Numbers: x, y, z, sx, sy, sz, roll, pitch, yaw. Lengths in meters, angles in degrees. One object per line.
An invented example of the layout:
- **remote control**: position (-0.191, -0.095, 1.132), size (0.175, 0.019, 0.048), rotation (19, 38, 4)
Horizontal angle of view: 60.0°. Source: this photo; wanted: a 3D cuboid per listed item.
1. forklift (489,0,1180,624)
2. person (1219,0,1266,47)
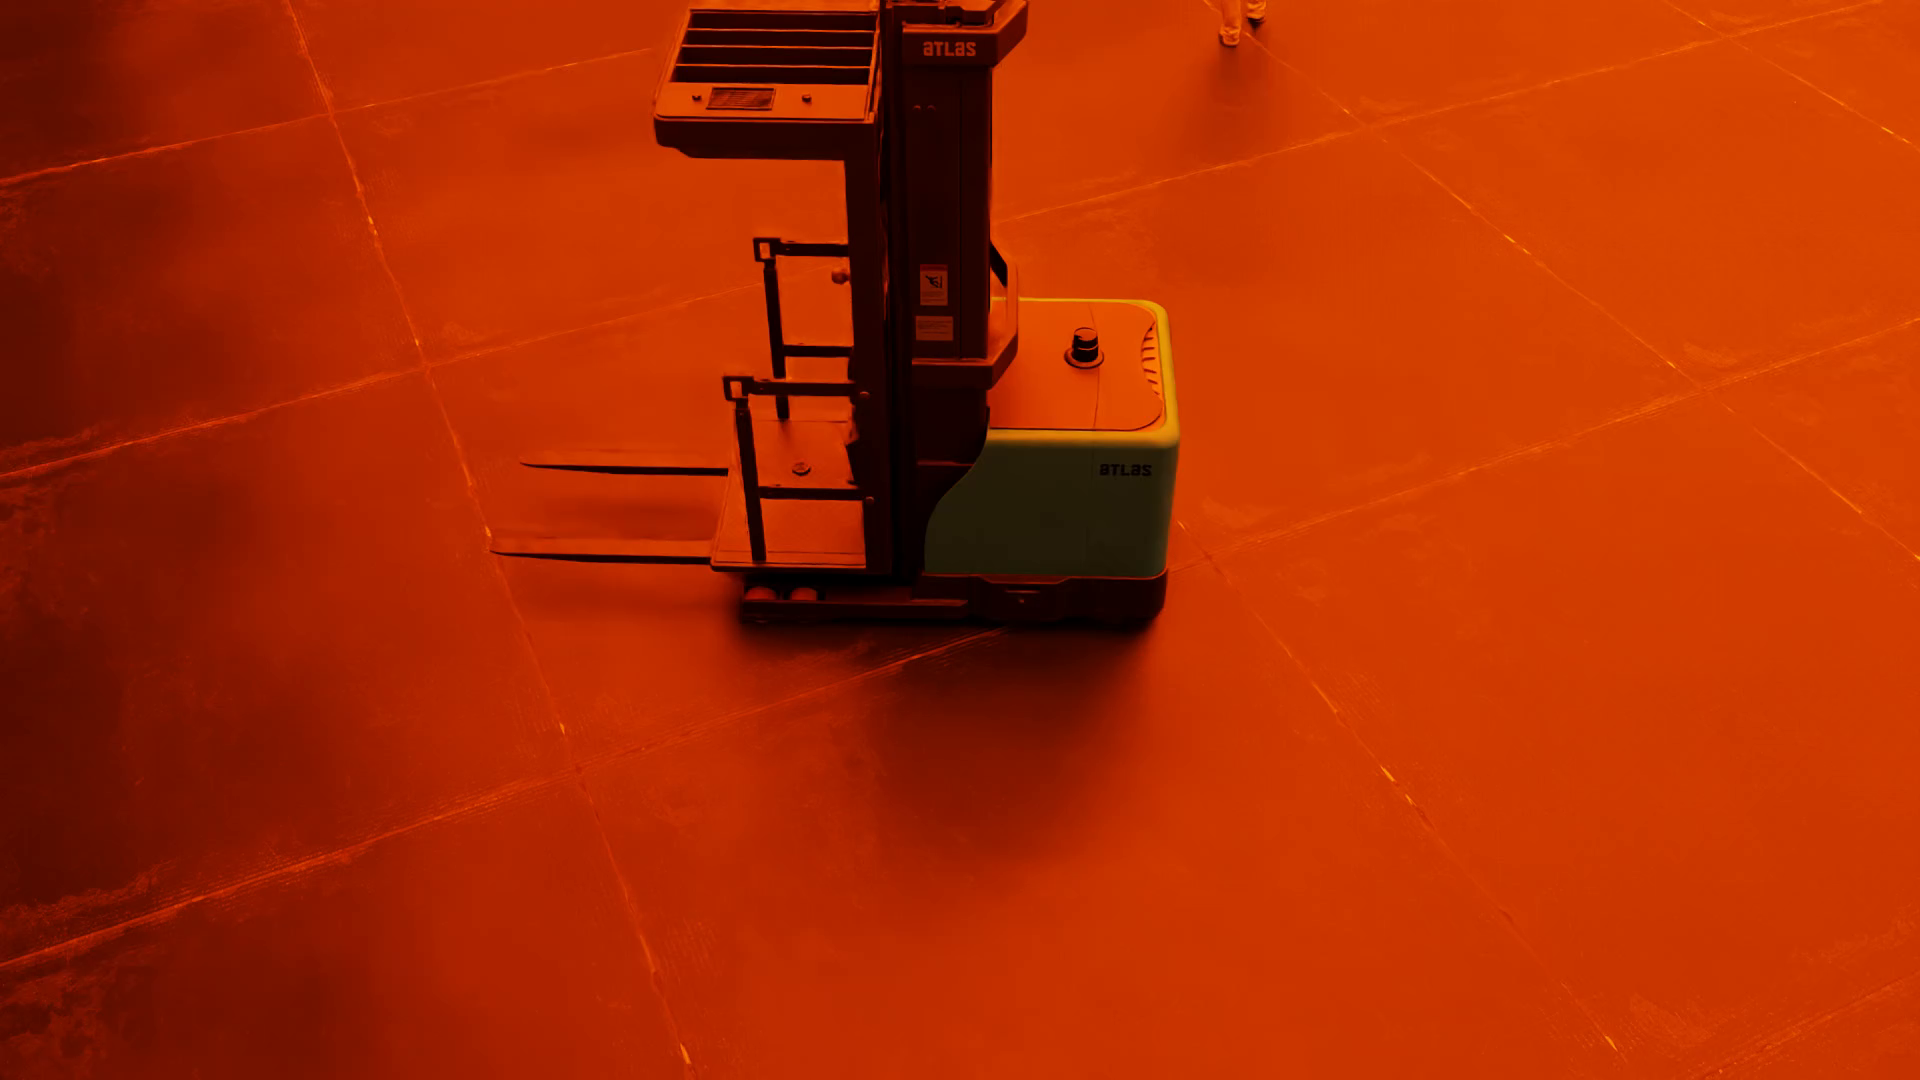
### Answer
- **forklift**: position (-0.591, -1.059, 6.815), size (3.031, 2.935, 1.130), rotation (1, 43, 1)
- **person**: position (1.958, -4.227, 11.096), size (1.039, 1.759, 0.615), rotation (0, 43, 0)
